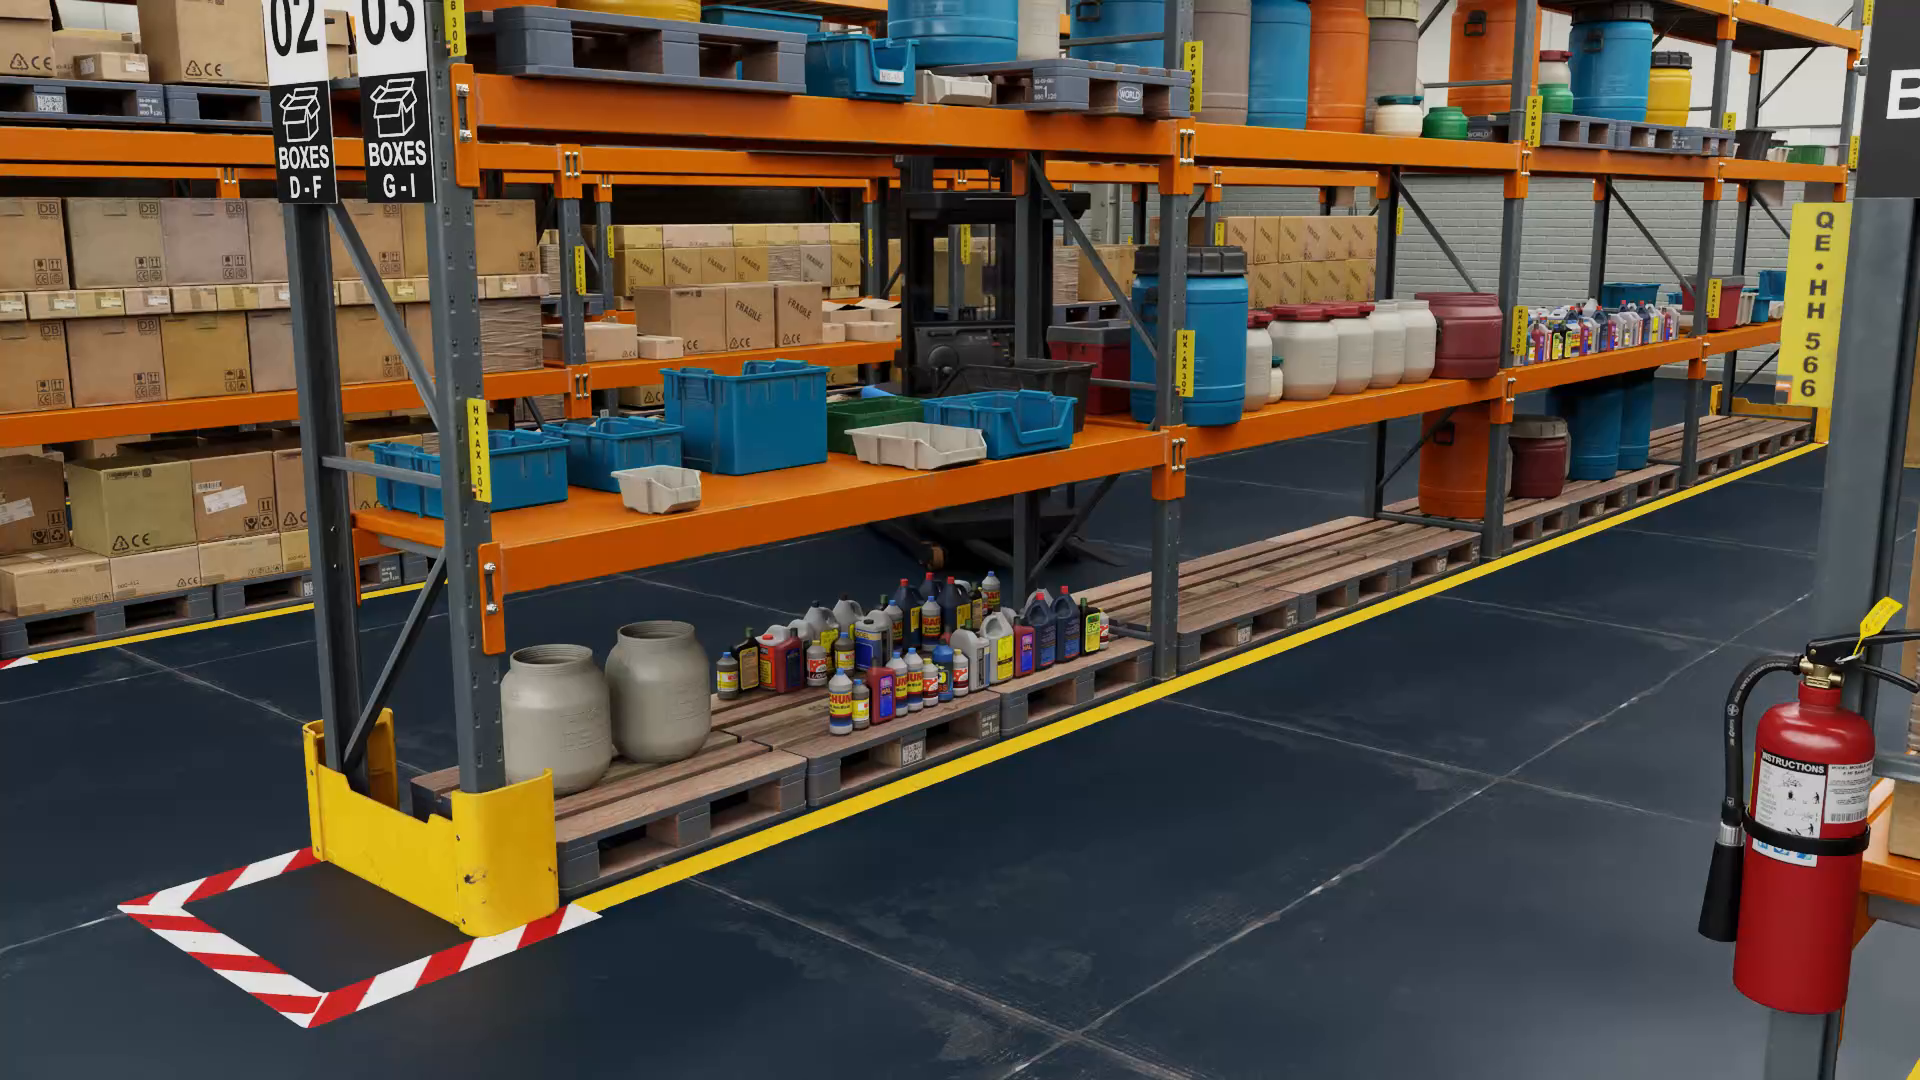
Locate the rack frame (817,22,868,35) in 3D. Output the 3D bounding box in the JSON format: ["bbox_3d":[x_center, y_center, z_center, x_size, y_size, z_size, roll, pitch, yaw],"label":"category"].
[{"bbox_3d":[-1.455,-6.209,20.323,1.000,3.000,0.127,10,15,40],"label":"rack frame"}]

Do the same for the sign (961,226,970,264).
[{"bbox_3d":[0.047,-2.535,14.290,0.100,0.325,0.005,10,15,40],"label":"sign"}]

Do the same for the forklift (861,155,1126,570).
[{"bbox_3d":[0.208,-1.322,11.348,1.130,2.935,3.031,-4,12,-19],"label":"forklift"}]

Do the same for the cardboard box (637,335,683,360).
[{"bbox_3d":[-2.274,-1.431,12.358,0.380,0.149,0.250,10,15,40],"label":"cardboard box"}]

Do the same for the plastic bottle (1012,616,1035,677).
[{"bbox_3d":[0.294,0.497,7.878,0.133,0.283,0.061,-11,16,-44],"label":"plastic bottle"}]

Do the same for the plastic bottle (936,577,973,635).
[{"bbox_3d":[-0.030,0.358,8.401,0.144,0.351,0.185,10,15,40],"label":"plastic bottle"}]

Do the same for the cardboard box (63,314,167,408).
[{"bbox_3d":[-4.992,-1.056,9.583,0.700,0.500,0.500,10,15,42],"label":"cardboard box"}]

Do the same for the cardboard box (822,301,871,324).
[{"bbox_3d":[-1.108,-1.888,14.235,0.500,0.311,0.500,10,15,40],"label":"cardboard box"}]

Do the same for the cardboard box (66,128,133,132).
[{"bbox_3d":[-7.227,-3.441,13.815,0.500,0.500,0.500,8,14,36],"label":"cardboard box"}]

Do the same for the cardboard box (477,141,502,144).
[{"bbox_3d":[-5.021,-4.031,16.763,0.637,0.503,0.797,-10,15,-40],"label":"cardboard box"}]

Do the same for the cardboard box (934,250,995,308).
[{"bbox_3d":[-0.041,-2.401,15.246,0.700,0.500,0.500,4,12,21],"label":"cardboard box"}]

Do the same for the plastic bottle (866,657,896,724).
[{"bbox_3d":[-0.341,0.638,7.169,0.061,0.283,0.133,10,15,41],"label":"plastic bottle"}]

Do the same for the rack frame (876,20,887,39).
[{"bbox_3d":[-0.372,-4.981,14.172,1.000,3.000,0.127,10,15,40],"label":"rack frame"}]

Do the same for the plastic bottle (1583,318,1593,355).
[{"bbox_3d":[4.734,-1.540,12.591,0.097,0.271,0.097,0,11,0],"label":"plastic bottle"}]

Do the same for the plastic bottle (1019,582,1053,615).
[{"bbox_3d":[0.389,0.387,8.253,0.144,0.351,0.185,10,15,40],"label":"plastic bottle"}]

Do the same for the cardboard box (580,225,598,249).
[{"bbox_3d":[-3.991,-3.351,18.351,0.500,0.250,0.500,10,15,42],"label":"cardboard box"}]

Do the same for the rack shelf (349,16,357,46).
[{"bbox_3d":[-5.416,-4.777,16.013,1.077,0.370,4.000,10,15,40],"label":"rack shelf"}]

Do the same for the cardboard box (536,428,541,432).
[{"bbox_3d":[-2.961,-0.679,12.471,0.500,0.311,0.500,10,15,40],"label":"cardboard box"}]

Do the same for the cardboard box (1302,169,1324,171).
[{"bbox_3d":[3.767,-4.285,18.729,0.500,0.250,0.500,10,15,40],"label":"cardboard box"}]

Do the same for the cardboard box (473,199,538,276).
[{"bbox_3d":[-3.301,-2.069,11.346,0.700,0.500,0.500,10,15,41],"label":"cardboard box"}]

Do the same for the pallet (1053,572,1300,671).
[{"bbox_3d":[1.195,0.438,9.481,1.003,0.211,1.213,10,15,40],"label":"pallet"}]

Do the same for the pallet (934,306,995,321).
[{"bbox_3d":[0.023,-2.053,15.323,1.213,0.211,1.003,10,15,40],"label":"pallet"}]

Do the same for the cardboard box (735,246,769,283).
[{"bbox_3d":[-2.564,-3.148,19.248,0.500,0.500,0.500,10,15,42],"label":"cardboard box"}]

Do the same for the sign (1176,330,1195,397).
[{"bbox_3d":[1.112,-0.872,8.213,0.100,0.325,0.005,10,15,40],"label":"sign"}]

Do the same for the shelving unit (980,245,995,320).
[{"bbox_3d":[0.419,-1.270,13.209,0.503,2.100,0.431,1,11,4],"label":"shelving unit"}]

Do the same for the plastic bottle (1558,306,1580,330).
[{"bbox_3d":[4.696,-1.622,12.801,0.144,0.351,0.185,10,15,40],"label":"plastic bottle"}]

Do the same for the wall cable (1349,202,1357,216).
[{"bbox_3d":[5.187,-6.061,27.508,3.097,2.526,0.112,10,15,40],"label":"wall cable"}]

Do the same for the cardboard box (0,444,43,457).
[{"bbox_3d":[-7.954,-0.767,13.652,0.700,0.500,0.500,9,14,37],"label":"cardboard box"}]

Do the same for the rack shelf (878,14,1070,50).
[{"bbox_3d":[0.948,-4.726,15.755,1.077,0.370,4.000,10,15,40],"label":"rack shelf"}]

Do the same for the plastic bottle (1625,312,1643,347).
[{"bbox_3d":[5.395,-1.698,13.369,0.152,0.276,0.135,10,15,40],"label":"plastic bottle"}]

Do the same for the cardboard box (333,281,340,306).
[{"bbox_3d":[-4.043,-1.523,10.269,0.380,0.149,0.250,10,15,42],"label":"cardboard box"}]

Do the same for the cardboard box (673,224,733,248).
[{"bbox_3d":[-2.921,-3.438,18.784,0.500,0.250,0.500,10,15,41],"label":"cardboard box"}]

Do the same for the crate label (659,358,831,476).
[{"bbox_3d":[-0.923,-0.544,7.185,0.502,0.435,0.616,10,15,40],"label":"crate label"}]

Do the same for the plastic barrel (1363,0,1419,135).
[{"bbox_3d":[2.641,-3.022,10.743,0.600,0.901,0.600,0,11,0],"label":"plastic barrel"}]

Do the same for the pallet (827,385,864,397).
[{"bbox_3d":[-1.908,-1.776,20.566,1.003,0.211,1.213,10,15,40],"label":"pallet"}]

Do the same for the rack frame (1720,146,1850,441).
[{"bbox_3d":[8.627,-2.575,17.444,1.000,3.000,0.127,10,15,40],"label":"rack frame"}]

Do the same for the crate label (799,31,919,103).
[{"bbox_3d":[-0.451,-1.851,6.543,0.502,0.251,0.408,10,15,40],"label":"crate label"}]

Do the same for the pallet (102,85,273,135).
[{"bbox_3d":[-4.362,-2.570,9.989,1.003,0.211,1.213,10,15,40],"label":"pallet"}]

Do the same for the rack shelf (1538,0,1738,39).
[{"bbox_3d":[4.667,-4.085,12.546,1.077,0.370,4.000,10,15,40],"label":"rack shelf"}]

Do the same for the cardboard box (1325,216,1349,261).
[{"bbox_3d":[4.150,-3.503,19.282,0.500,0.500,0.500,10,15,42],"label":"cardboard box"}]

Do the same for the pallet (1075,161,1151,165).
[{"bbox_3d":[1.103,-3.766,16.230,1.213,0.211,1.003,10,15,40],"label":"pallet"}]

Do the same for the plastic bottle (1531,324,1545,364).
[{"bbox_3d":[4.126,-1.405,11.884,0.061,0.283,0.133,10,15,40],"label":"plastic bottle"}]

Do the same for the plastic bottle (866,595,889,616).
[{"bbox_3d":[-0.404,0.419,8.267,0.061,0.283,0.133,11,15,43],"label":"plastic bottle"}]

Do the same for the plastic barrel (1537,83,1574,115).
[{"bbox_3d":[4.218,-3.125,11.863,0.294,0.245,0.294,0,11,0],"label":"plastic barrel"}]

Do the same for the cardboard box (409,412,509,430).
[{"bbox_3d":[-3.554,-0.648,11.829,0.500,0.500,0.500,10,15,40],"label":"cardboard box"}]

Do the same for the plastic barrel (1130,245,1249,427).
[{"bbox_3d":[1.188,-1.073,8.644,0.600,0.901,0.708,10,15,40],"label":"plastic barrel"}]

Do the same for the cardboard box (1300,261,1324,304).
[{"bbox_3d":[3.812,-2.940,19.017,0.500,0.500,0.500,9,15,40],"label":"cardboard box"}]

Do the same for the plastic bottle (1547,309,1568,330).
[{"bbox_3d":[4.898,-1.751,13.634,0.152,0.276,0.135,10,15,40],"label":"plastic bottle"}]

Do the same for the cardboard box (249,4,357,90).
[{"bbox_3d":[-4.194,-3.020,10.323,0.637,0.503,0.797,-10,15,-41],"label":"cardboard box"}]

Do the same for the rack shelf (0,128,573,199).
[{"bbox_3d":[-4.333,-2.274,10.117,1.077,0.370,4.000,10,15,40],"label":"rack shelf"}]

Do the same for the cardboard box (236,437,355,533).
[{"bbox_3d":[-4.140,-0.357,10.376,0.500,0.500,0.500,10,15,40],"label":"cardboard box"}]

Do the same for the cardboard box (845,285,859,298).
[{"bbox_3d":[-1.466,-3.067,20.501,0.380,0.149,0.250,10,15,41],"label":"cardboard box"}]

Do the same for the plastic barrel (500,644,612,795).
[{"bbox_3d":[-1.558,0.687,6.394,0.421,0.512,0.421,0,11,0],"label":"plastic barrel"}]

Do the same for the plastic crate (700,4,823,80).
[{"bbox_3d":[-0.902,-2.003,6.965,0.392,0.384,0.575,10,15,40],"label":"plastic crate"}]

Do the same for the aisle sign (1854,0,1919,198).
[{"bbox_3d":[1.520,-0.885,2.345,0.394,0.787,0.004,10,15,40],"label":"aisle sign"}]
